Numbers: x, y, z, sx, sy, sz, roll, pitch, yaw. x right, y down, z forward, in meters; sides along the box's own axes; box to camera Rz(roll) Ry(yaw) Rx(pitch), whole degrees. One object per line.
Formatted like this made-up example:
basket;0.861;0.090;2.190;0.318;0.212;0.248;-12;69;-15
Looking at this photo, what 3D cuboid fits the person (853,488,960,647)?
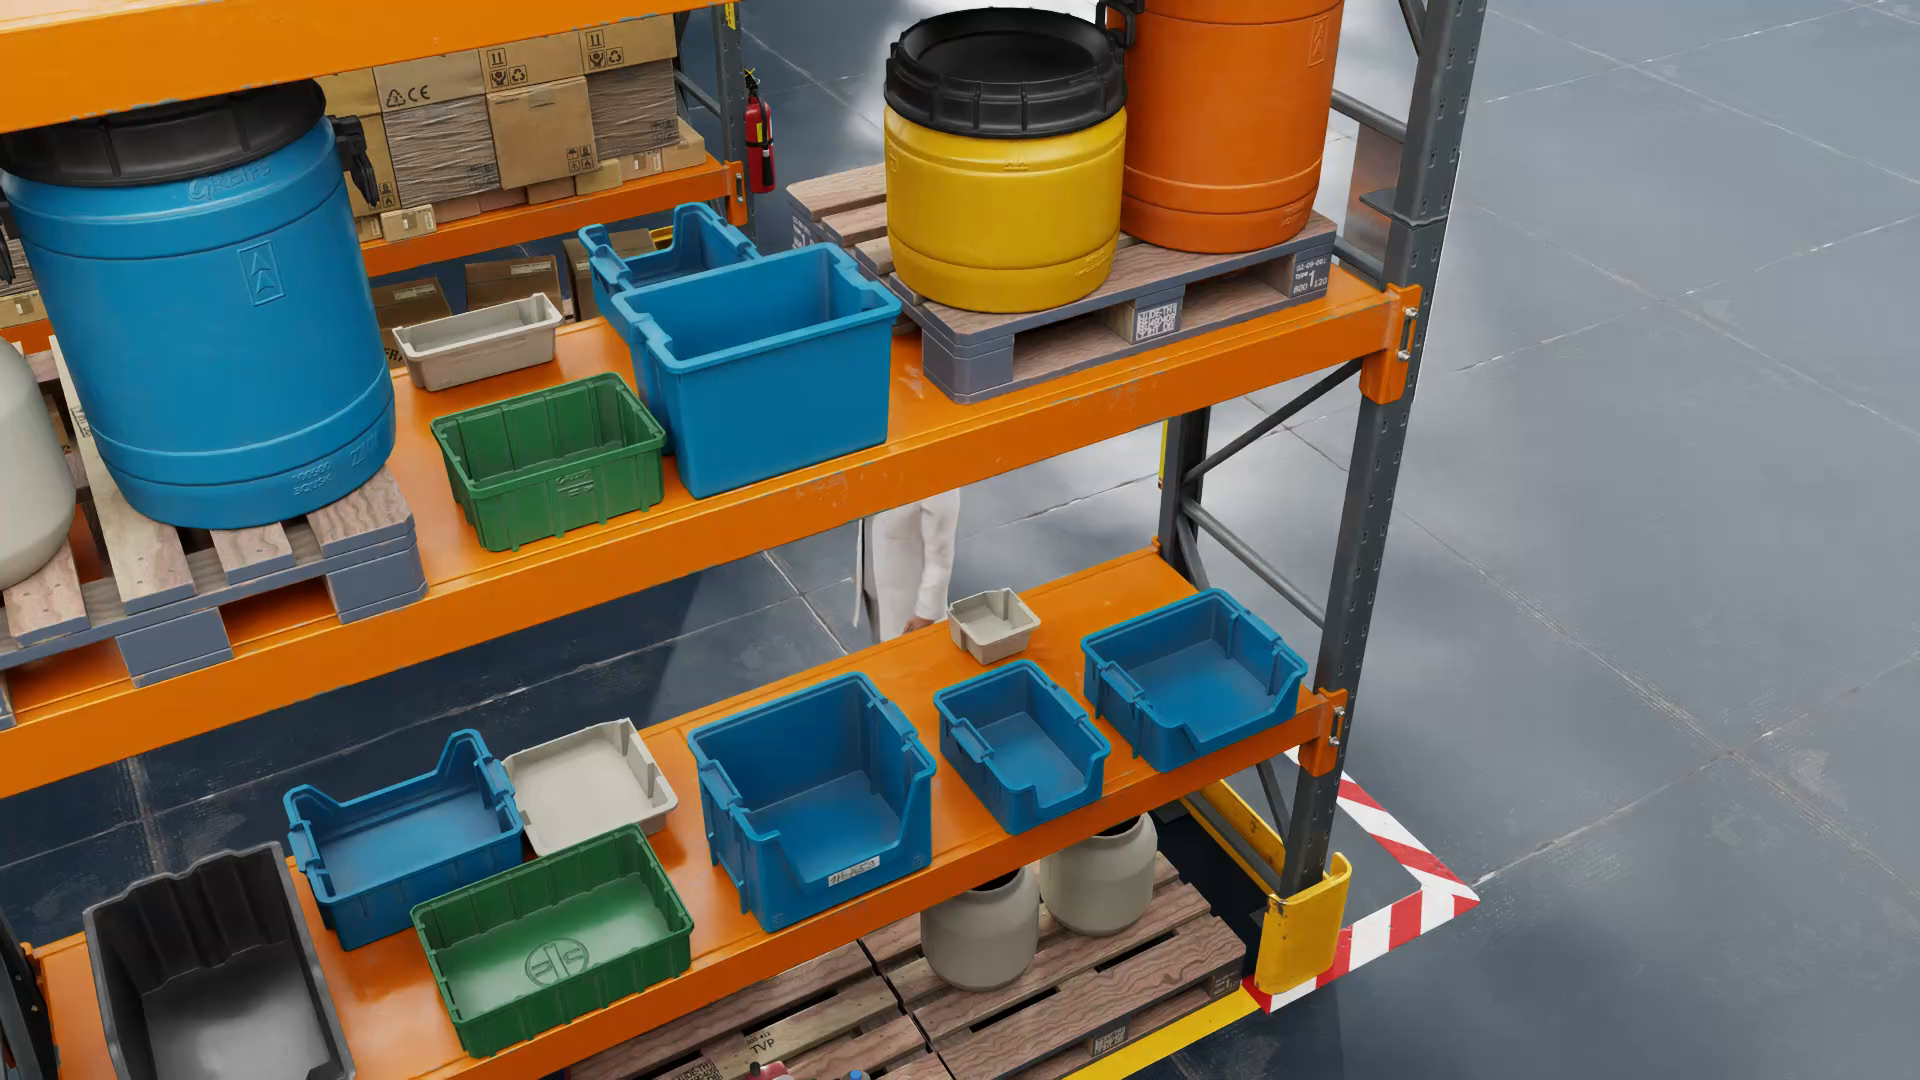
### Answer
person;-0.234;0.188;6.688;0.376;1.779;0.561;-20;41;-25
